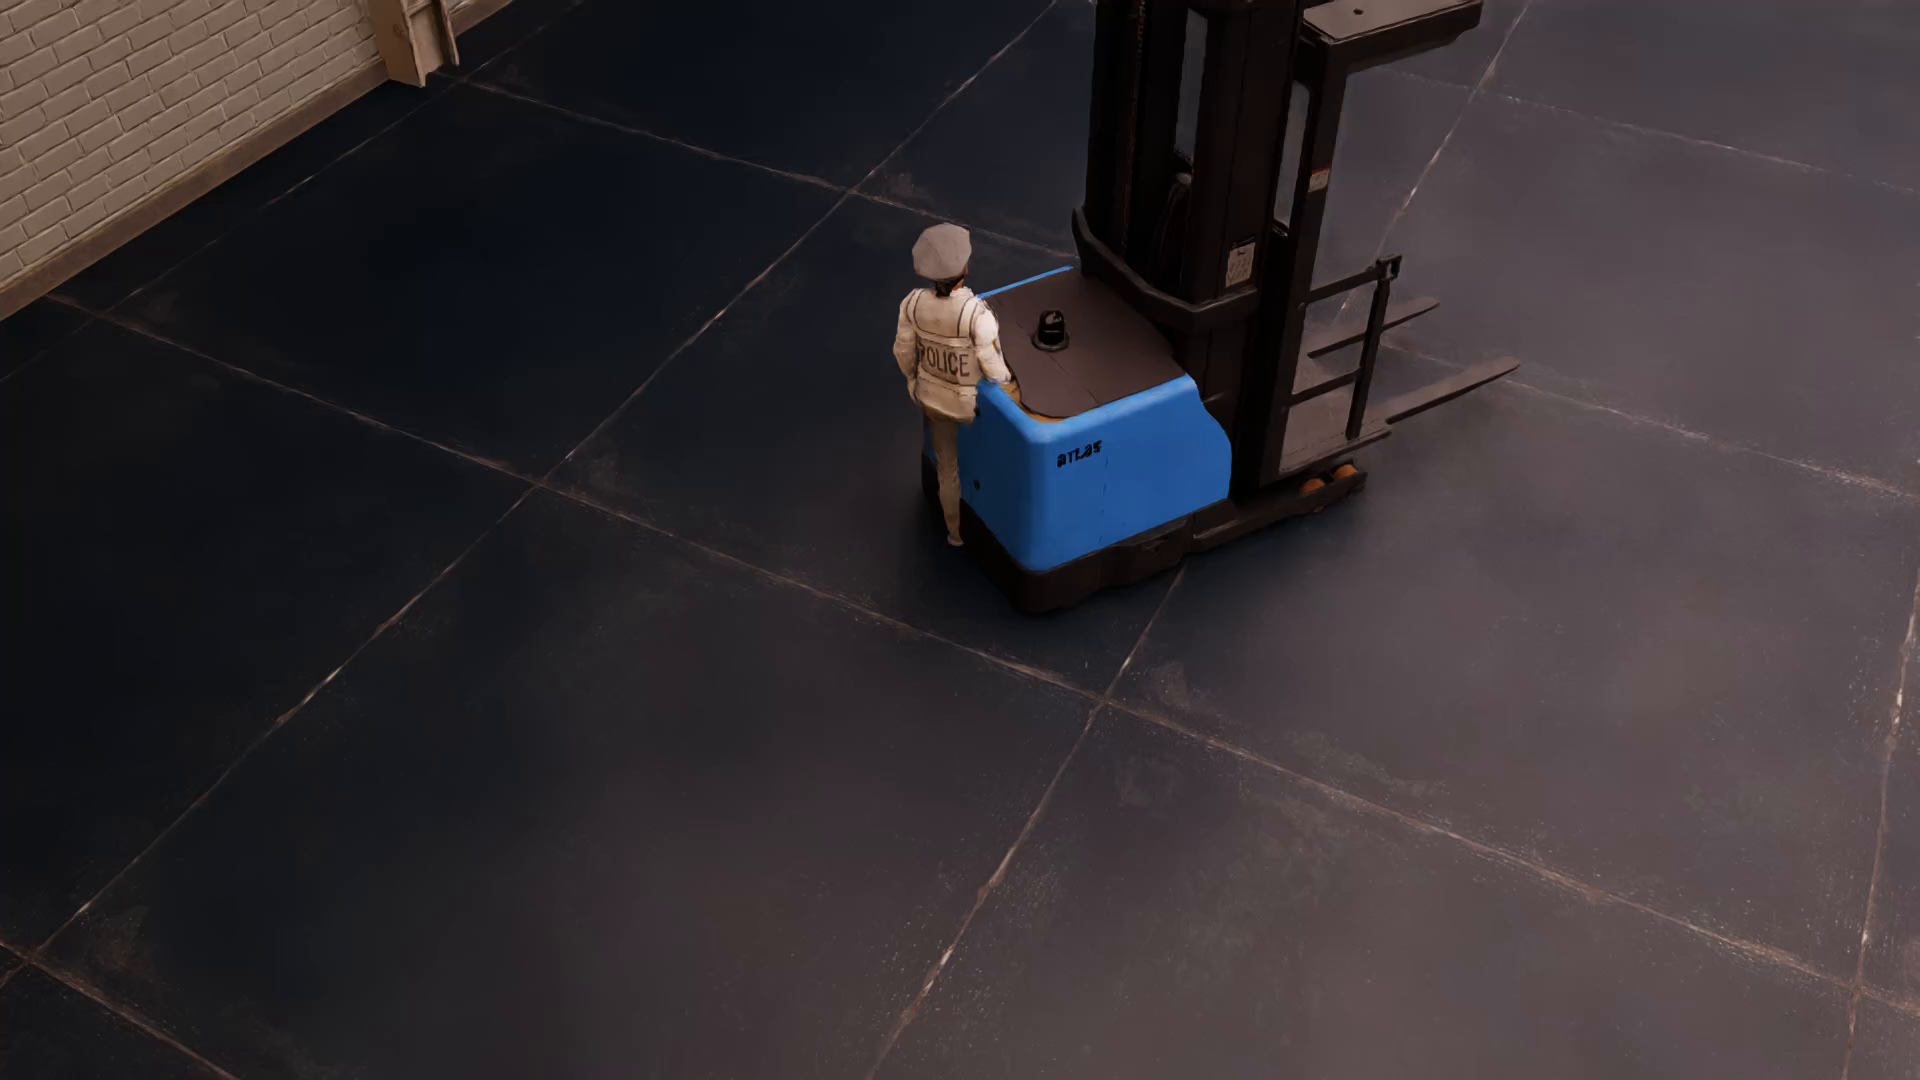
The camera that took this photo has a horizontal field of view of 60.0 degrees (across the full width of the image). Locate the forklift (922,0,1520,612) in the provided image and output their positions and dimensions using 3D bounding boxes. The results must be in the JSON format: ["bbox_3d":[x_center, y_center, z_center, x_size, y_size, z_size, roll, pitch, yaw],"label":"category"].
[{"bbox_3d":[1.359,-1.492,7.238,3.031,2.935,1.130,-21,47,-21],"label":"forklift"}]

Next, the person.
[{"bbox_3d":[0.044,-0.691,7.283,0.584,1.695,0.598,20,47,20],"label":"person"}]
